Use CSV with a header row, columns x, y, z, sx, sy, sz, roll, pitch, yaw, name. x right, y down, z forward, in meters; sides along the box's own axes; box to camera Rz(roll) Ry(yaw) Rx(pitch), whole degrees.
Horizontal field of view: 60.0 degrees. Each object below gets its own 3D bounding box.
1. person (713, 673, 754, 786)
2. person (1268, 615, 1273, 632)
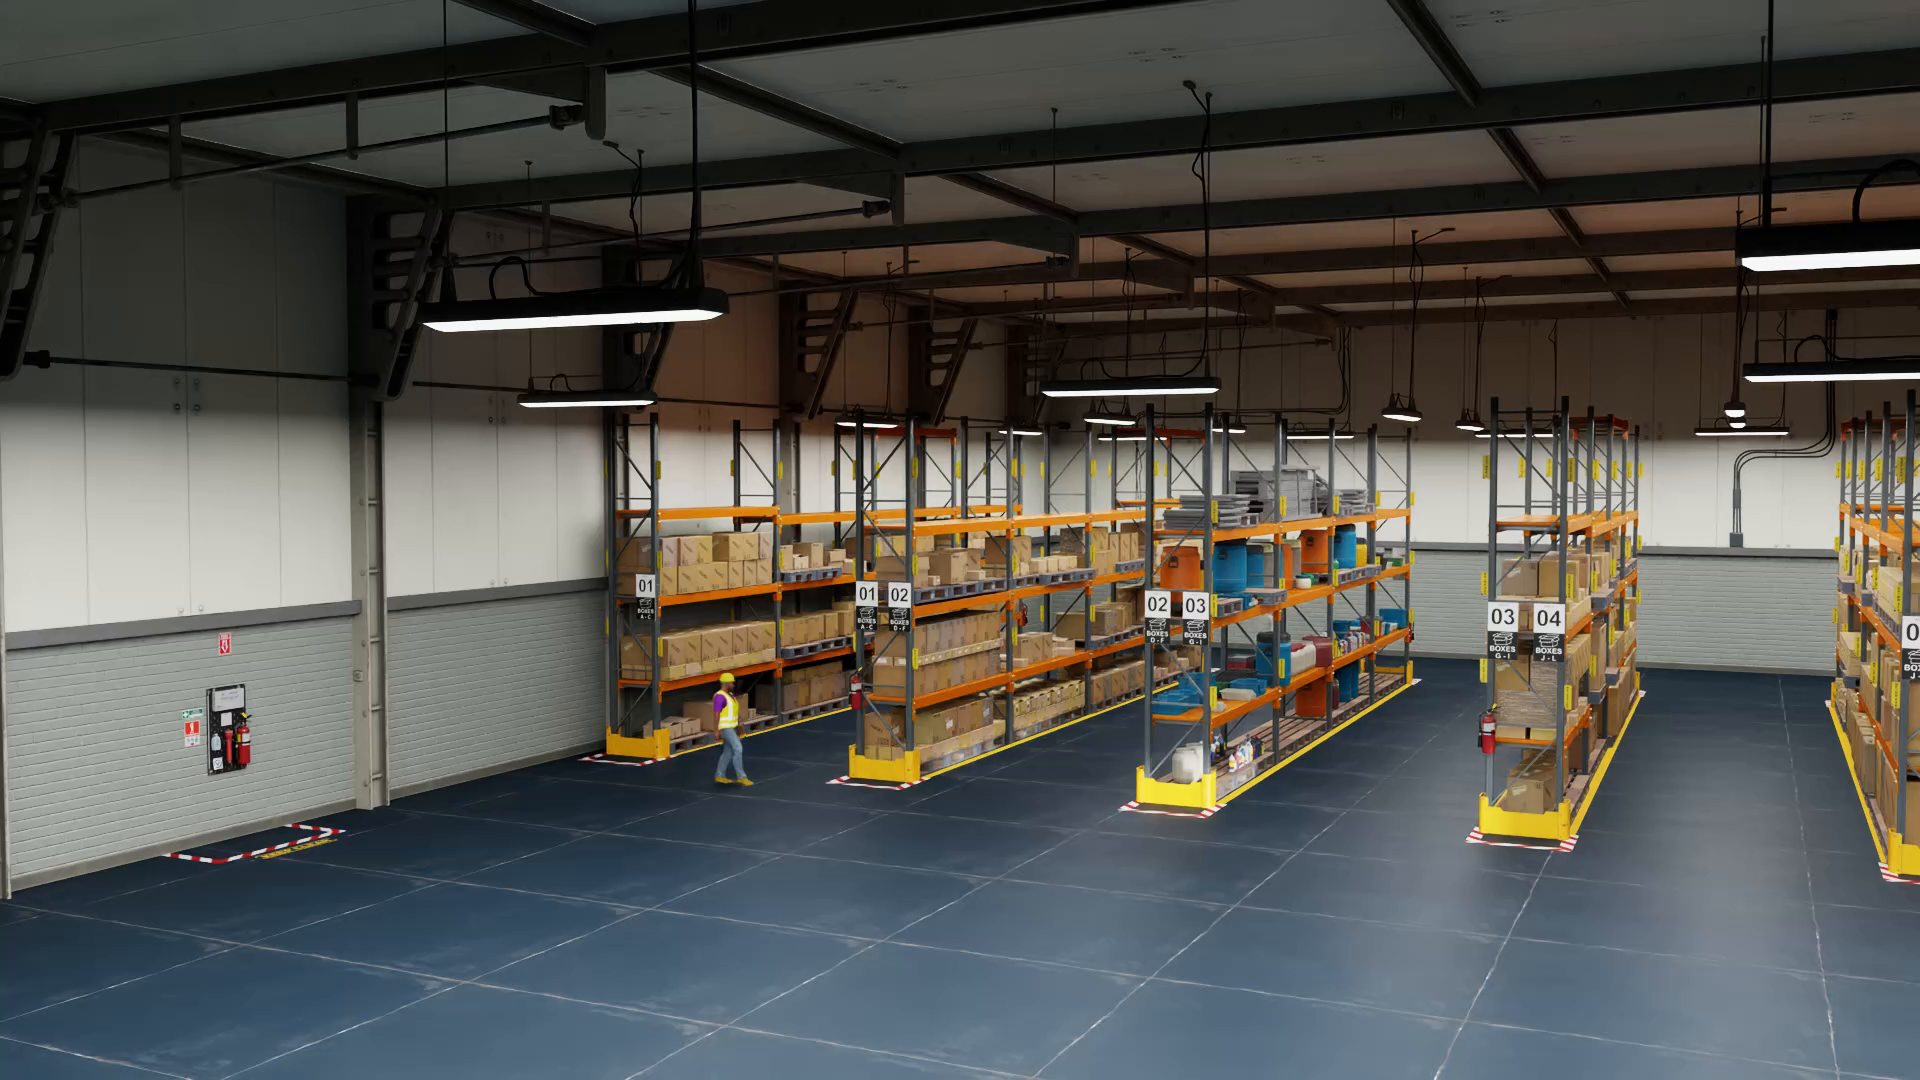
x,y,z,sx,sy,sz,roll,pitch,yaw,name
-3.582,3.008,26.489,0.714,1.771,0.587,0,2,8,person
7.694,2.414,40.164,0.423,1.786,0.609,-1,3,-27,person
